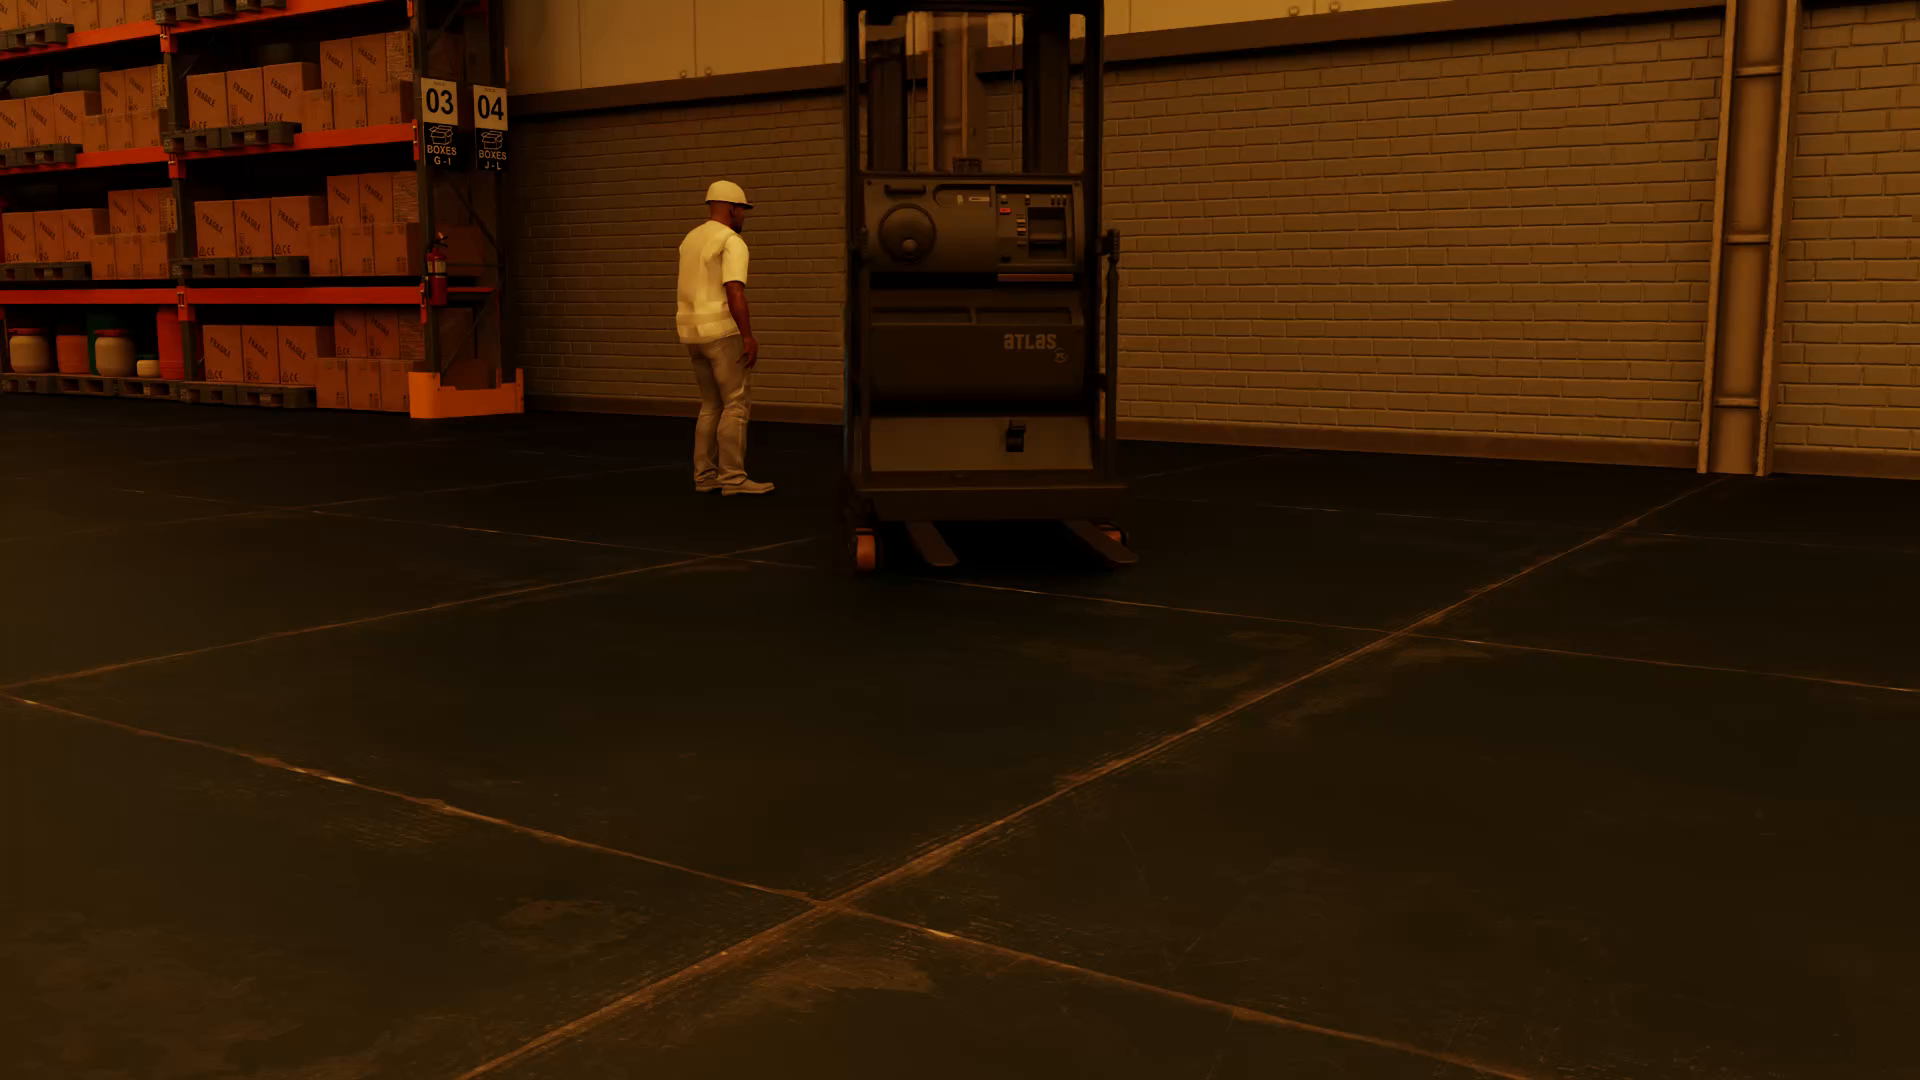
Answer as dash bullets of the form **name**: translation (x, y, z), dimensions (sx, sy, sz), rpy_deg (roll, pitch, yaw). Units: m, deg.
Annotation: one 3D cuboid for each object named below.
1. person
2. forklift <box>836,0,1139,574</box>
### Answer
- **person**: translation (-1.351, -1.145, 9.421), dimensions (0.462, 1.759, 0.628), rpy_deg (-6, 10, -38)
- **forklift**: translation (0.086, -1.364, 6.788), dimensions (1.130, 2.935, 3.031), rpy_deg (-1, 8, -6)
